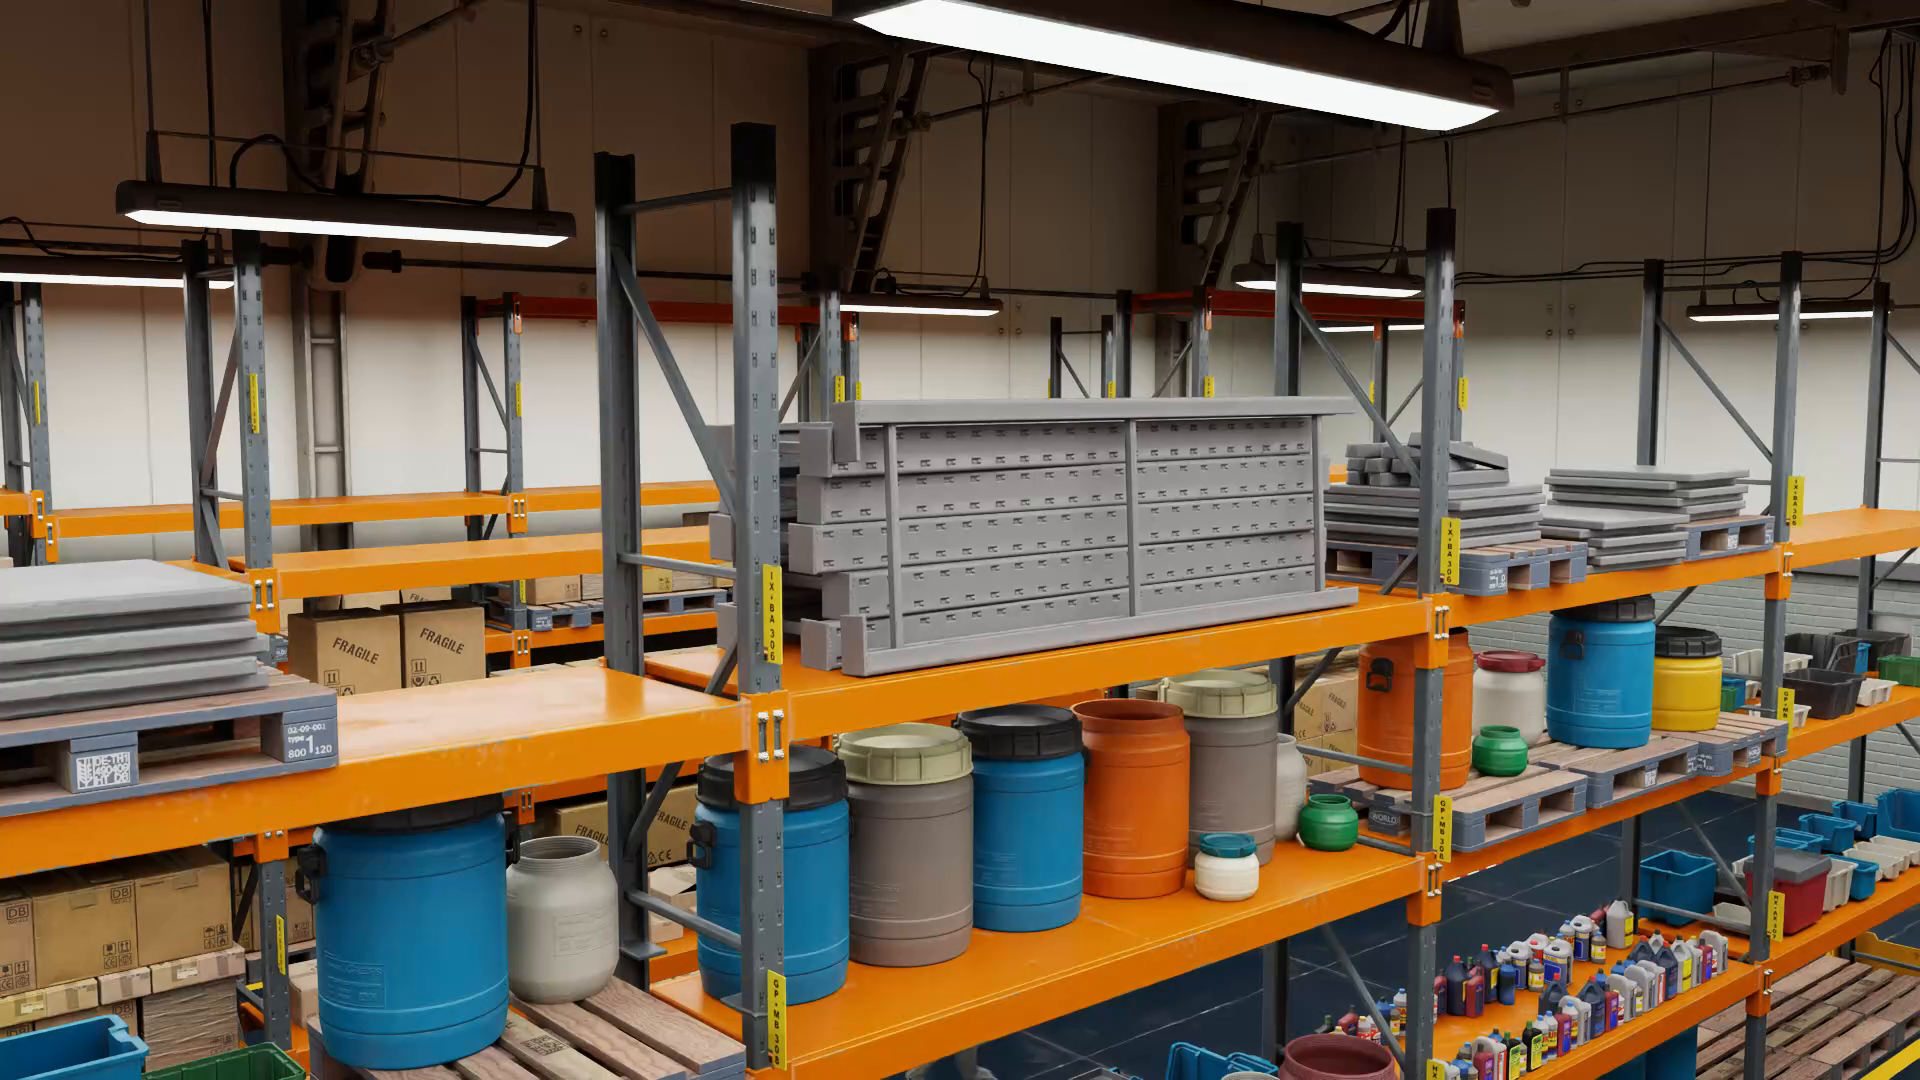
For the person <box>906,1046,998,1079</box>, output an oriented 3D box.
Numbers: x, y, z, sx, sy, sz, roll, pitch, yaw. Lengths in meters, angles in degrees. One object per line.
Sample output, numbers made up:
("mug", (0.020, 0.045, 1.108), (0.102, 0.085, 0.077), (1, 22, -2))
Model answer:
("person", (-0.014, 3.397, 11.270), (0.968, 1.382, 0.548), (-4, 7, -35))
